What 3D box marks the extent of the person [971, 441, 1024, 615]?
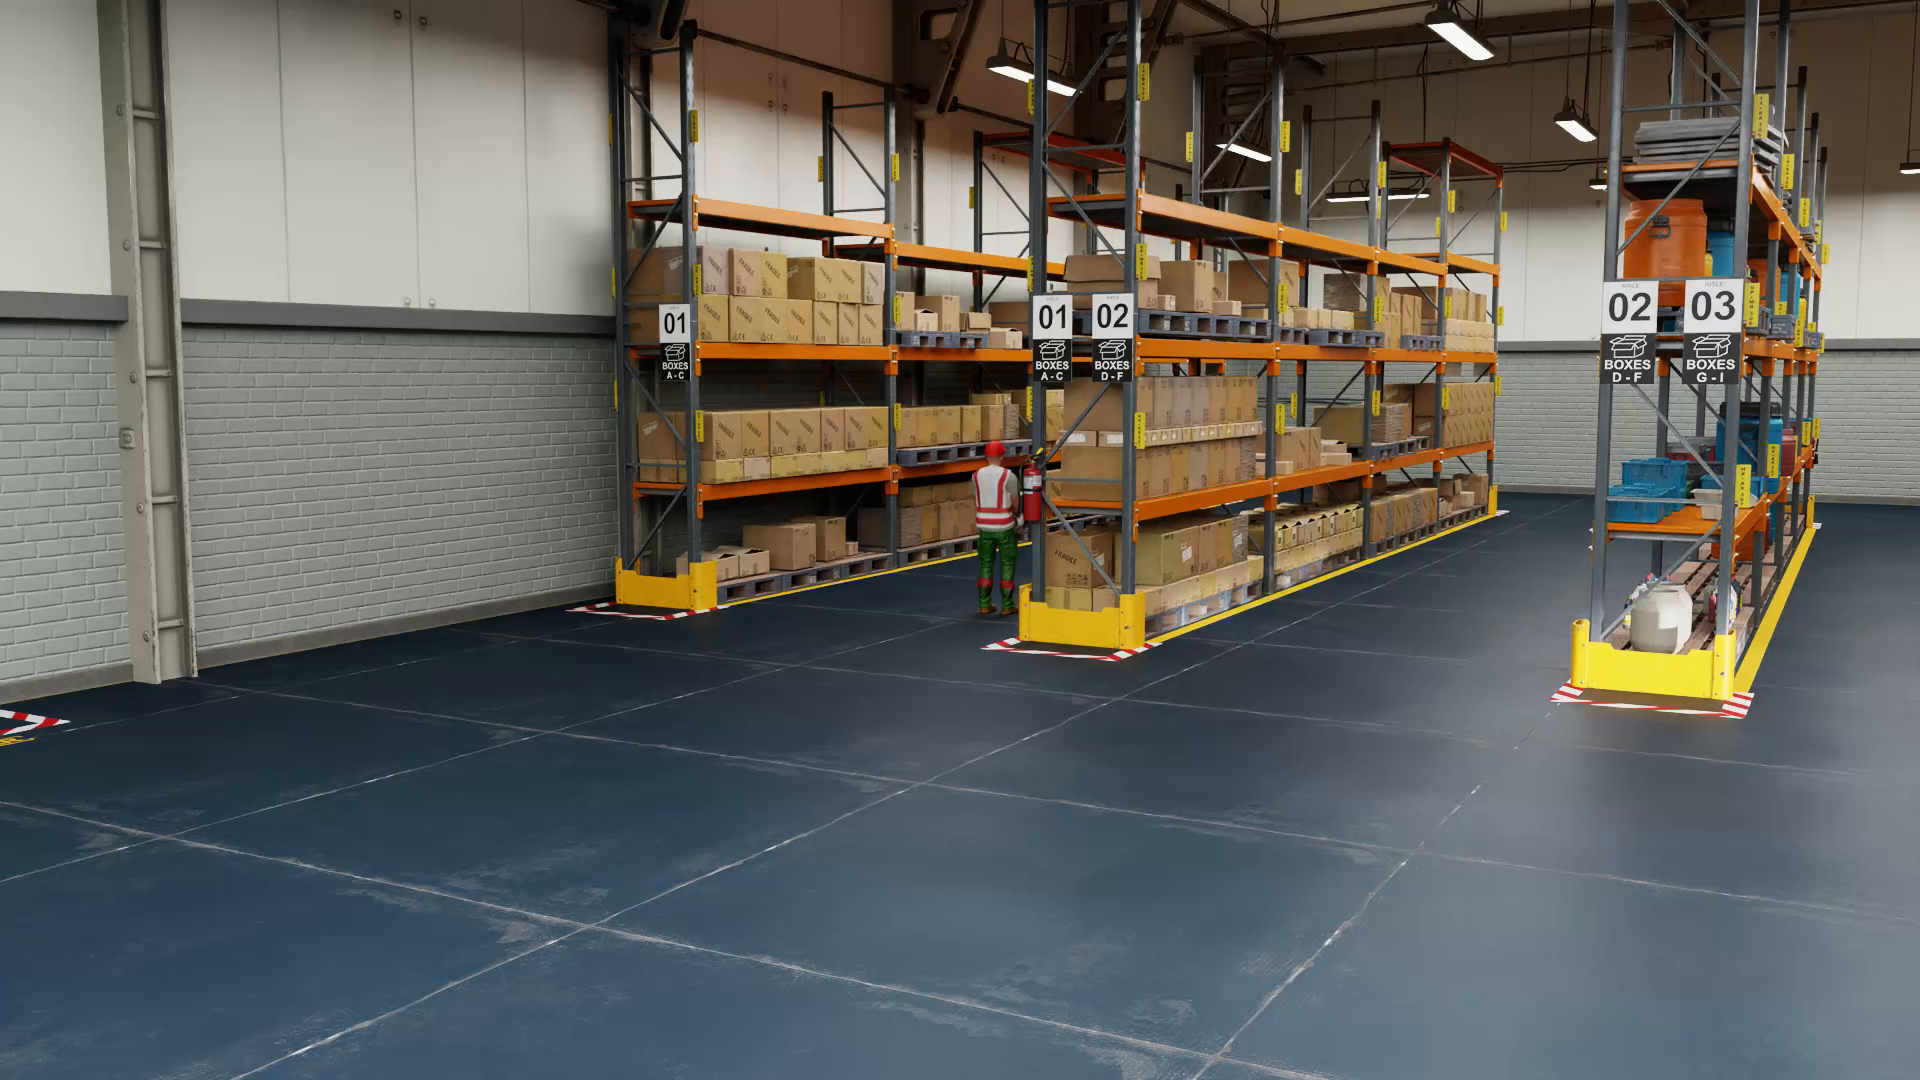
[{"bbox_3d":[0.403,-0.138,17.280,0.528,1.794,0.508,3,7,28],"label":"person"}]
